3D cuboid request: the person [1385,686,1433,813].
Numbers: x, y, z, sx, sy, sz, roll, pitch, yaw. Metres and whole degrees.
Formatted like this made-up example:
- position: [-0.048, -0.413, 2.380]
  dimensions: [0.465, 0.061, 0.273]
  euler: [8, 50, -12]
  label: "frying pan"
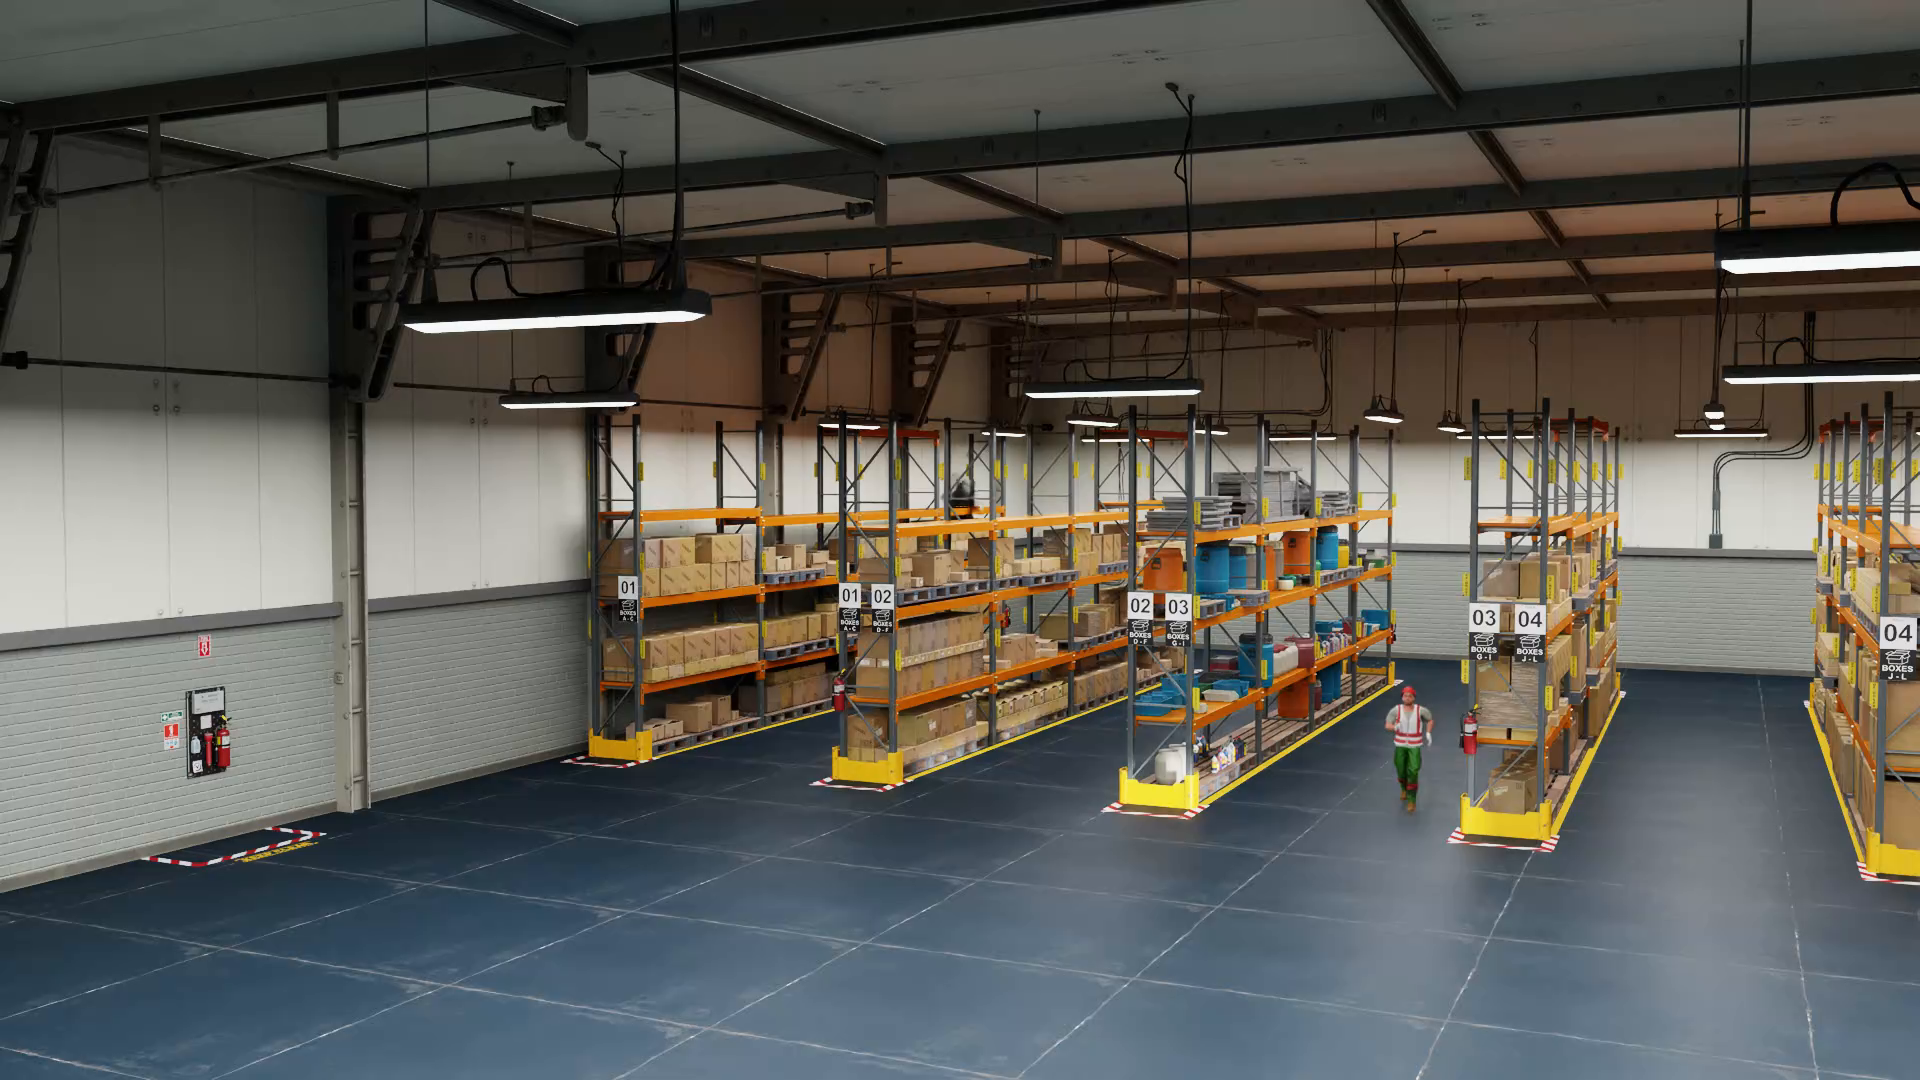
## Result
- position: [6.650, 3.067, 24.677]
  dimensions: [0.661, 1.790, 0.969]
  euler: [1, 3, 22]
  label: "person"
